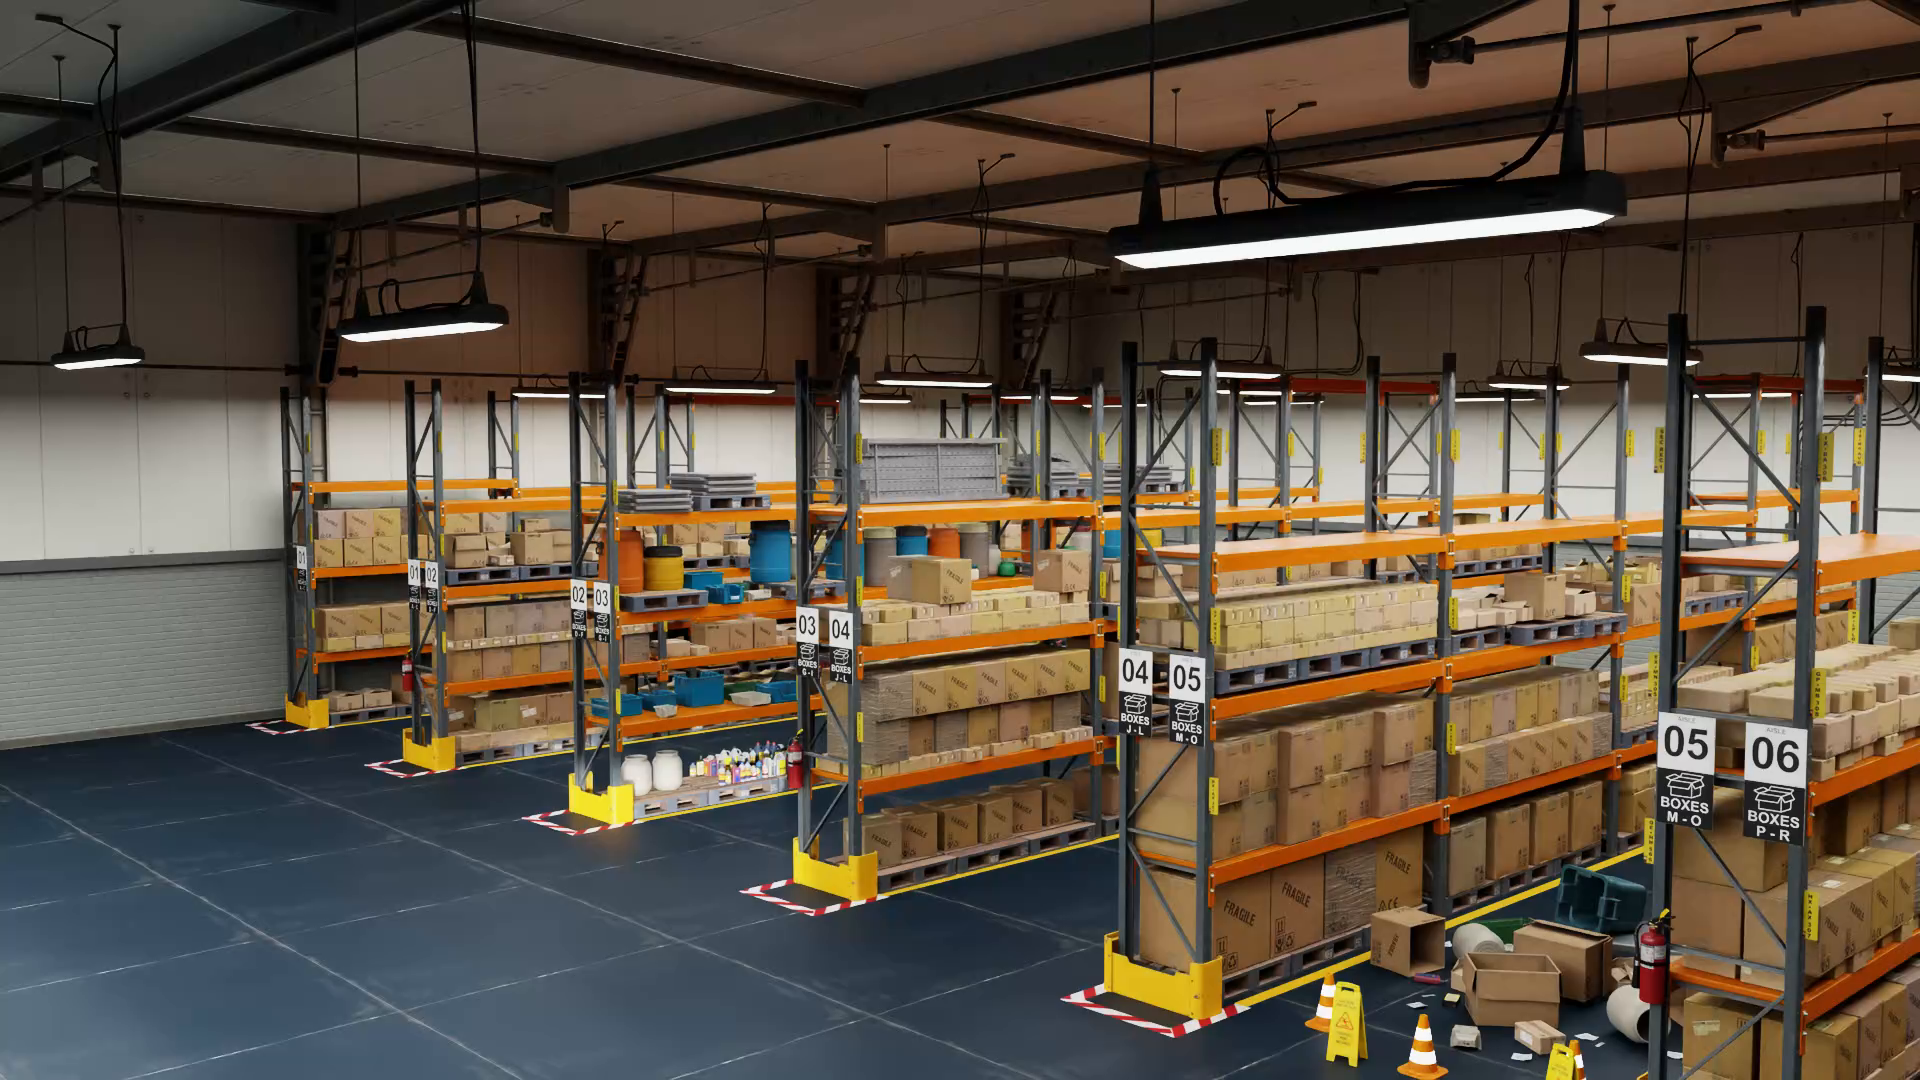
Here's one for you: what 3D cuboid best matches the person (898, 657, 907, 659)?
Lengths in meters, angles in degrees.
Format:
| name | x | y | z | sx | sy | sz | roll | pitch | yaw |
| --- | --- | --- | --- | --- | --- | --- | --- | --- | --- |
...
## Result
| name | x | y | z | sx | sy | sz | roll | pitch | yaw |
| --- | --- | --- | --- | --- | --- | --- | --- | --- | --- |
| person | -1.171 | 2.303 | 29.667 | 0.708 | 1.841 | 0.570 | 0 | 4 | -5 |

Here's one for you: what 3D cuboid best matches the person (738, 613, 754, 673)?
| name | x | y | z | sx | sy | sz | roll | pitch | yaw |
| --- | --- | --- | --- | --- | --- | --- | --- | --- | --- |
| person | -4.291 | 2.067 | 33.588 | 0.523 | 1.618 | 0.331 | -3 | 5 | -42 |
